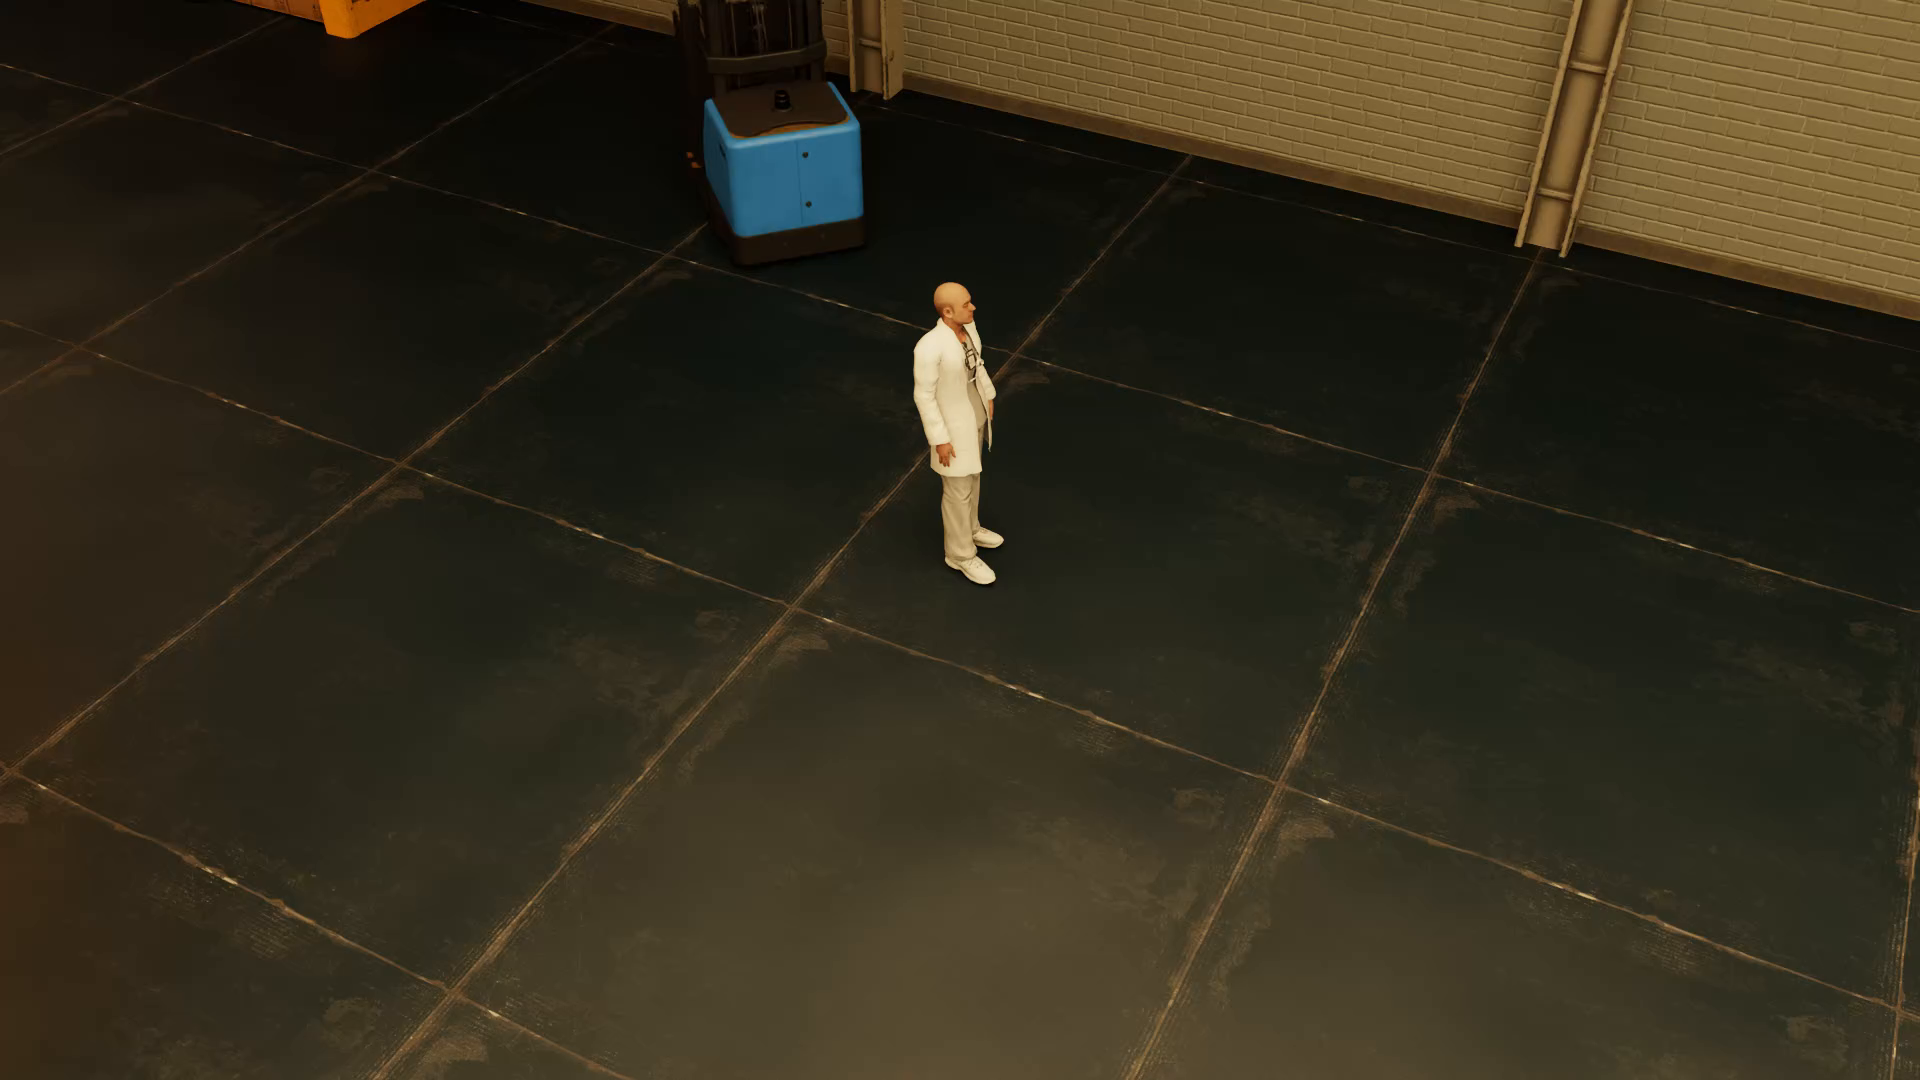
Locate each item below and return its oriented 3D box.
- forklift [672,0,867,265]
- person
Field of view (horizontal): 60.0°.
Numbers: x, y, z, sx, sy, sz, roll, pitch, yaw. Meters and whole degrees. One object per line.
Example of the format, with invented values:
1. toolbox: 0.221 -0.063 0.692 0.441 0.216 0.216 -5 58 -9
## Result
1. forklift: -1.683 -4.164 12.931 1.130 2.935 3.031 -13 42 -14
2. person: 0.080 -0.656 9.650 0.578 1.778 0.696 18 43 21
